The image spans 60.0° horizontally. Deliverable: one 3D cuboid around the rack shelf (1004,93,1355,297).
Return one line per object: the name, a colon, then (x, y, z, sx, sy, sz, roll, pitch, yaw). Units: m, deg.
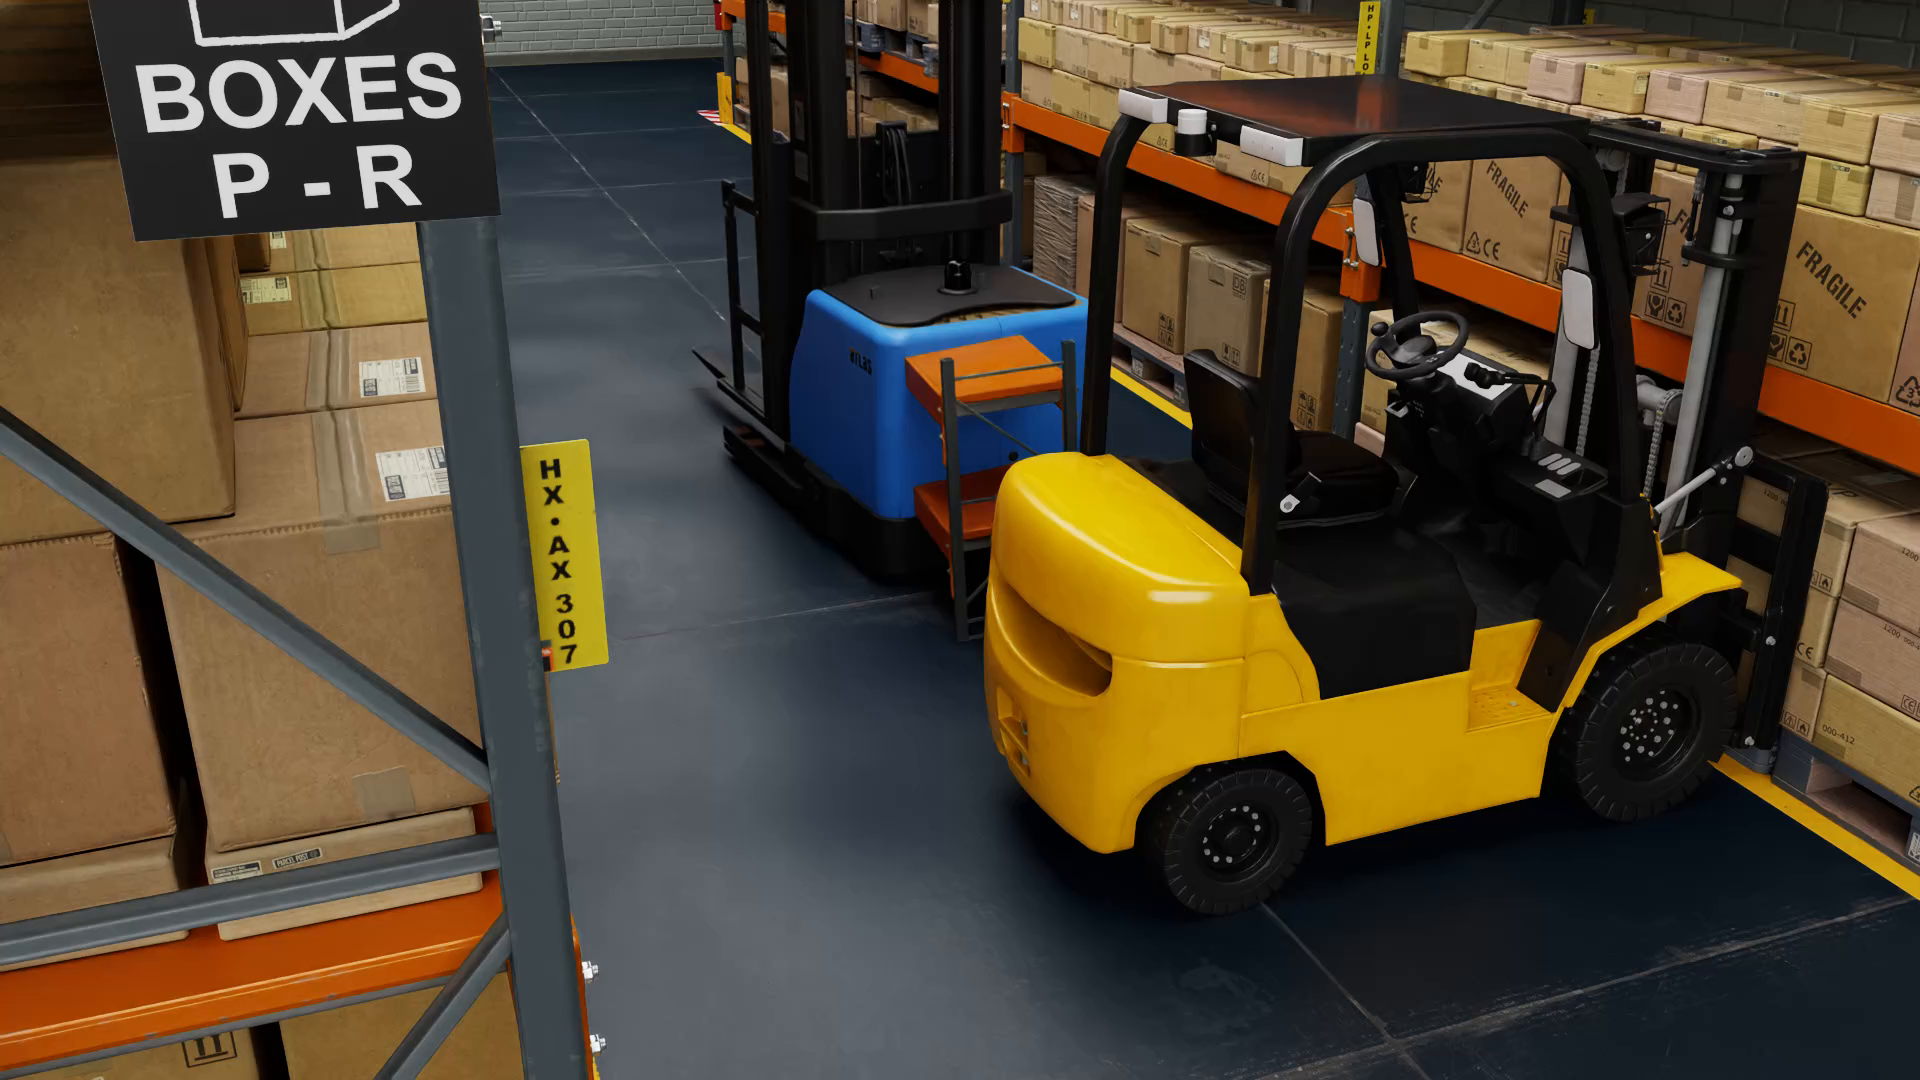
rack shelf: (1.484, -2.032, 9.136, 1.077, 0.370, 4.000, -8, 24, -19)

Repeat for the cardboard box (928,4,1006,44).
cardboard box: (0.102, -3.554, 11.472, 0.500, 0.250, 0.500, -10, 25, -21)

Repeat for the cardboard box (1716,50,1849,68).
cardboard box: (2.962, -1.674, 6.013, 0.380, 0.149, 0.250, -9, 24, -20)

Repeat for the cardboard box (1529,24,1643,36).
cardboard box: (2.586, -2.044, 6.892, 0.380, 0.149, 0.250, -8, 24, -19)

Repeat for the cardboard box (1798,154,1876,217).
cardboard box: (2.743, -1.079, 4.984, 0.380, 0.149, 0.250, -8, 24, -19)

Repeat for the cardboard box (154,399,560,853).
cardboard box: (-0.946, 0.106, 2.626, 0.500, 0.500, 0.500, -9, 24, -20)

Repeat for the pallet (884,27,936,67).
pallet: (0.086, -3.708, 12.432, 1.003, 0.211, 1.213, -8, 24, -19)

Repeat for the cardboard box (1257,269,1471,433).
cardboard box: (1.996, -0.924, 8.098, 0.875, 0.625, 0.625, -7, 24, -17)

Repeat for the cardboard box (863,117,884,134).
cardboard box: (-0.478, -3.187, 13.626, 0.500, 0.500, 0.500, -9, 24, -20)

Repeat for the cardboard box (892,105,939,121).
cardboard box: (-0.323, -3.342, 13.160, 0.380, 0.149, 0.250, -8, 24, -19)

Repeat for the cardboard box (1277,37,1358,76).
cardboard box: (1.717, -2.263, 7.793, 0.380, 0.149, 0.250, -8, 24, -19)

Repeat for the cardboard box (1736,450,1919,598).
cardboard box: (2.776, -0.062, 5.247, 0.500, 0.250, 0.500, -8, 24, -18)

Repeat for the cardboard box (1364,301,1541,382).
cardboard box: (2.068, -0.805, 7.011, 0.500, 0.250, 0.500, -9, 24, -20)

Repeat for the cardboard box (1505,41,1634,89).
cardboard box: (2.301, -1.788, 6.284, 0.380, 0.149, 0.250, -9, 24, -20)

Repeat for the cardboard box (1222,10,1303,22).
cardboard box: (1.642, -2.790, 9.043, 0.380, 0.149, 0.250, -8, 24, -17)

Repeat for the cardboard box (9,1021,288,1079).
cardboard box: (-1.565, 0.972, 3.117, 0.500, 0.500, 0.500, -8, 24, -19)

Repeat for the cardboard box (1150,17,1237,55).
cardboard box: (1.217, -2.621, 8.644, 0.380, 0.149, 0.250, -9, 24, -20)

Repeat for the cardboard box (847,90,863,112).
cardboard box: (-0.757, -3.717, 14.050, 0.380, 0.149, 0.250, -7, 24, -16)

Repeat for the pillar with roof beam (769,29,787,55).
pillar with roof beam: (-6.185, -9.274, 17.668, 9.100, 9.000, 0.400, -8, 24, -19)

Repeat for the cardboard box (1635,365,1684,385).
cardboard box: (2.905, -0.504, 6.296, 0.500, 0.250, 0.500, -8, 24, -19)

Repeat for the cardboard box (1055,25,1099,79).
cardboard box: (0.882, -2.875, 9.758, 0.500, 0.250, 0.500, -8, 24, -17)

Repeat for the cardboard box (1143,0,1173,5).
cardboard box: (1.313, -3.163, 9.928, 0.380, 0.149, 0.250, -8, 24, -19)

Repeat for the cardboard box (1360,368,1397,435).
cardboard box: (2.073, -0.576, 7.110, 0.500, 0.250, 0.500, -8, 24, -19)

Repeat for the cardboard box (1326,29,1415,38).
cardboard box: (2.025, -2.425, 8.177, 0.380, 0.149, 0.250, -9, 24, -20)

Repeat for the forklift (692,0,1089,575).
forklift: (-0.508, -1.746, 7.618, 1.130, 2.935, 3.031, -11, 25, -24)

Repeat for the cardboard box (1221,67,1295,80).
cardboard box: (1.590, -2.127, 7.985, 0.500, 0.250, 0.500, -9, 24, -20)

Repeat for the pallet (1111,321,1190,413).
pallet: (1.459, -1.058, 9.489, 1.003, 0.211, 1.213, -8, 24, -19)

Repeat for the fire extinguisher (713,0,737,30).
fire extinguisher: (-2.533, -5.780, 17.680, 0.296, 0.674, 0.183, -8, 24, -19)

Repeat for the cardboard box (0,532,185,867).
cardboard box: (-1.488, 0.156, 2.505, 0.500, 0.500, 0.500, -9, 24, -20)

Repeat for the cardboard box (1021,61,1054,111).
cardboard box: (0.706, -2.826, 10.287, 0.500, 0.250, 0.500, -8, 24, -19)

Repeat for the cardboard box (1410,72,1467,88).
cardboard box: (2.057, -1.830, 6.766, 0.380, 0.149, 0.250, -9, 24, -20)

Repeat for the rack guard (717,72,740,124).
rack guard: (-2.022, -4.818, 18.037, 1.175, 0.500, 0.348, -8, 24, -19)

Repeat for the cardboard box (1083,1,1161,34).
cardboard box: (0.929, -2.999, 9.540, 0.380, 0.149, 0.250, -8, 24, -18)

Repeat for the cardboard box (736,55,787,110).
cardboard box: (-1.921, -4.805, 17.462, 0.797, 0.503, 0.637, -9, 25, -21)

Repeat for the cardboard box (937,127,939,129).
cardboard box: (0.050, -2.965, 12.265, 0.380, 0.149, 0.250, -9, 24, -20)

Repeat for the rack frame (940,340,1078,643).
rack frame: (0.200, -0.165, 6.164, 0.500, 1.125, 0.032, -10, 25, -14)

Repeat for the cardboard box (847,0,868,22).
cardboard box: (-0.491, -4.389, 13.131, 0.700, 0.500, 0.500, -8, 24, -18)

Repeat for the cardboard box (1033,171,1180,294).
cardboard box: (0.985, -1.961, 10.558, 0.875, 0.625, 0.625, -8, 24, -17)

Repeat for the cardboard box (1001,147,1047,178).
cardboard box: (0.366, -2.576, 11.341, 0.380, 0.149, 0.250, -10, 25, -22)

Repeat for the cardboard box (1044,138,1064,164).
cardboard box: (0.816, -2.763, 11.787, 0.380, 0.149, 0.250, -8, 24, -17)

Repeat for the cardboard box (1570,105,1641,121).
cardboard box: (2.377, -1.450, 5.864, 0.380, 0.149, 0.250, -9, 24, -20)

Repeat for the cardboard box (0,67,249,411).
cardboard box: (-1.595, -0.486, 2.741, 0.700, 0.500, 0.500, -8, 24, -18)

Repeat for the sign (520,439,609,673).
sign: (-0.531, 0.025, 2.213, 0.100, 0.325, 0.005, -8, 24, -19)

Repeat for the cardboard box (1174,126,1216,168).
cardboard box: (1.439, -2.082, 8.520, 0.500, 0.250, 0.500, -8, 24, -19)

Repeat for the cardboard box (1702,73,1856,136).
cardboard box: (2.660, -1.417, 5.403, 0.380, 0.149, 0.250, -8, 24, -19)

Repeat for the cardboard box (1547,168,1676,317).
cardboard box: (2.483, -1.115, 5.905, 0.500, 0.500, 0.500, -9, 24, -20)

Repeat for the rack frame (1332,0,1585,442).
rack frame: (2.191, -1.637, 7.272, 1.000, 3.000, 0.127, -8, 24, -19)

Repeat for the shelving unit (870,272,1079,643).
shelving unit: (0.052, -0.360, 6.610, 0.538, 1.125, 1.048, -10, 25, -14)
